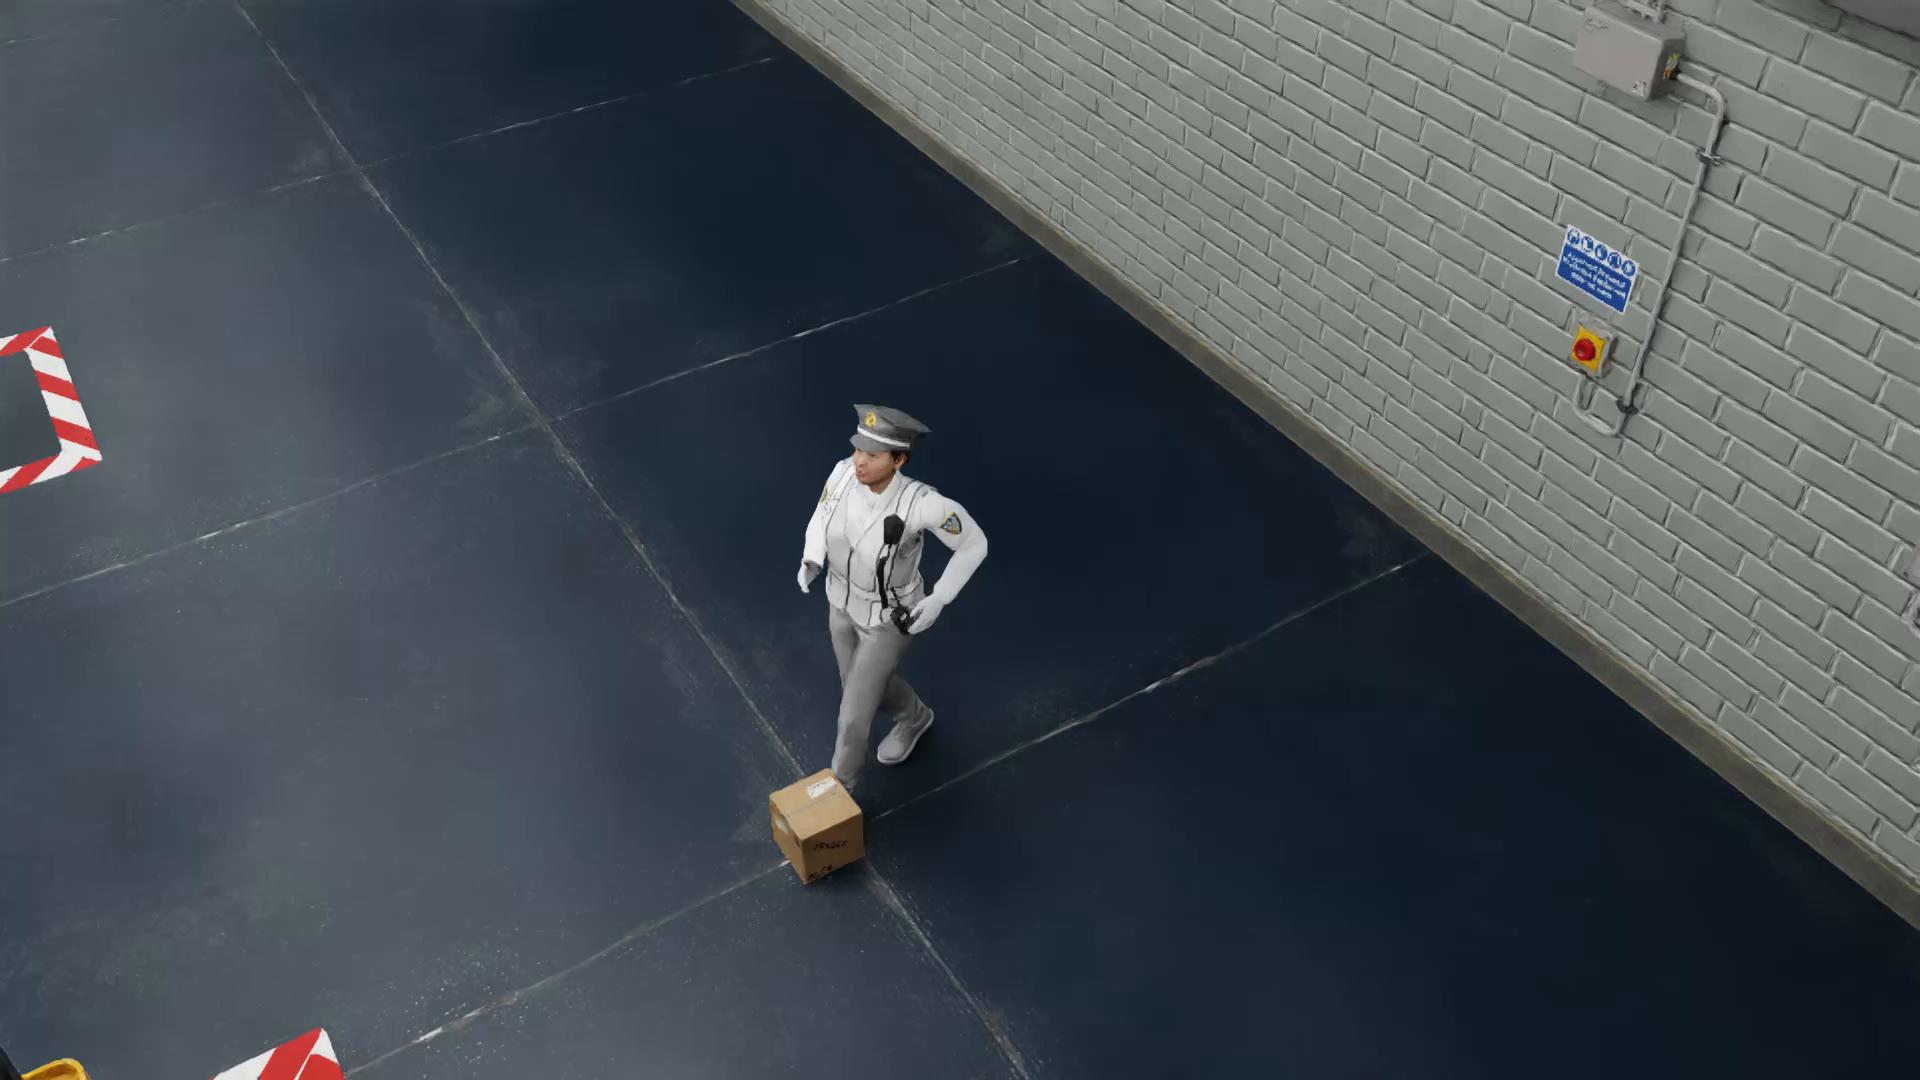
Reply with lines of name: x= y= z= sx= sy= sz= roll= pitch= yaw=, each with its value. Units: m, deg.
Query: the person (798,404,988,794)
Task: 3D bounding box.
person: x=-0.373 y=0.286 z=5.811 sx=0.789 sy=1.686 sz=0.572 roll=-32 pitch=50 yaw=-31
